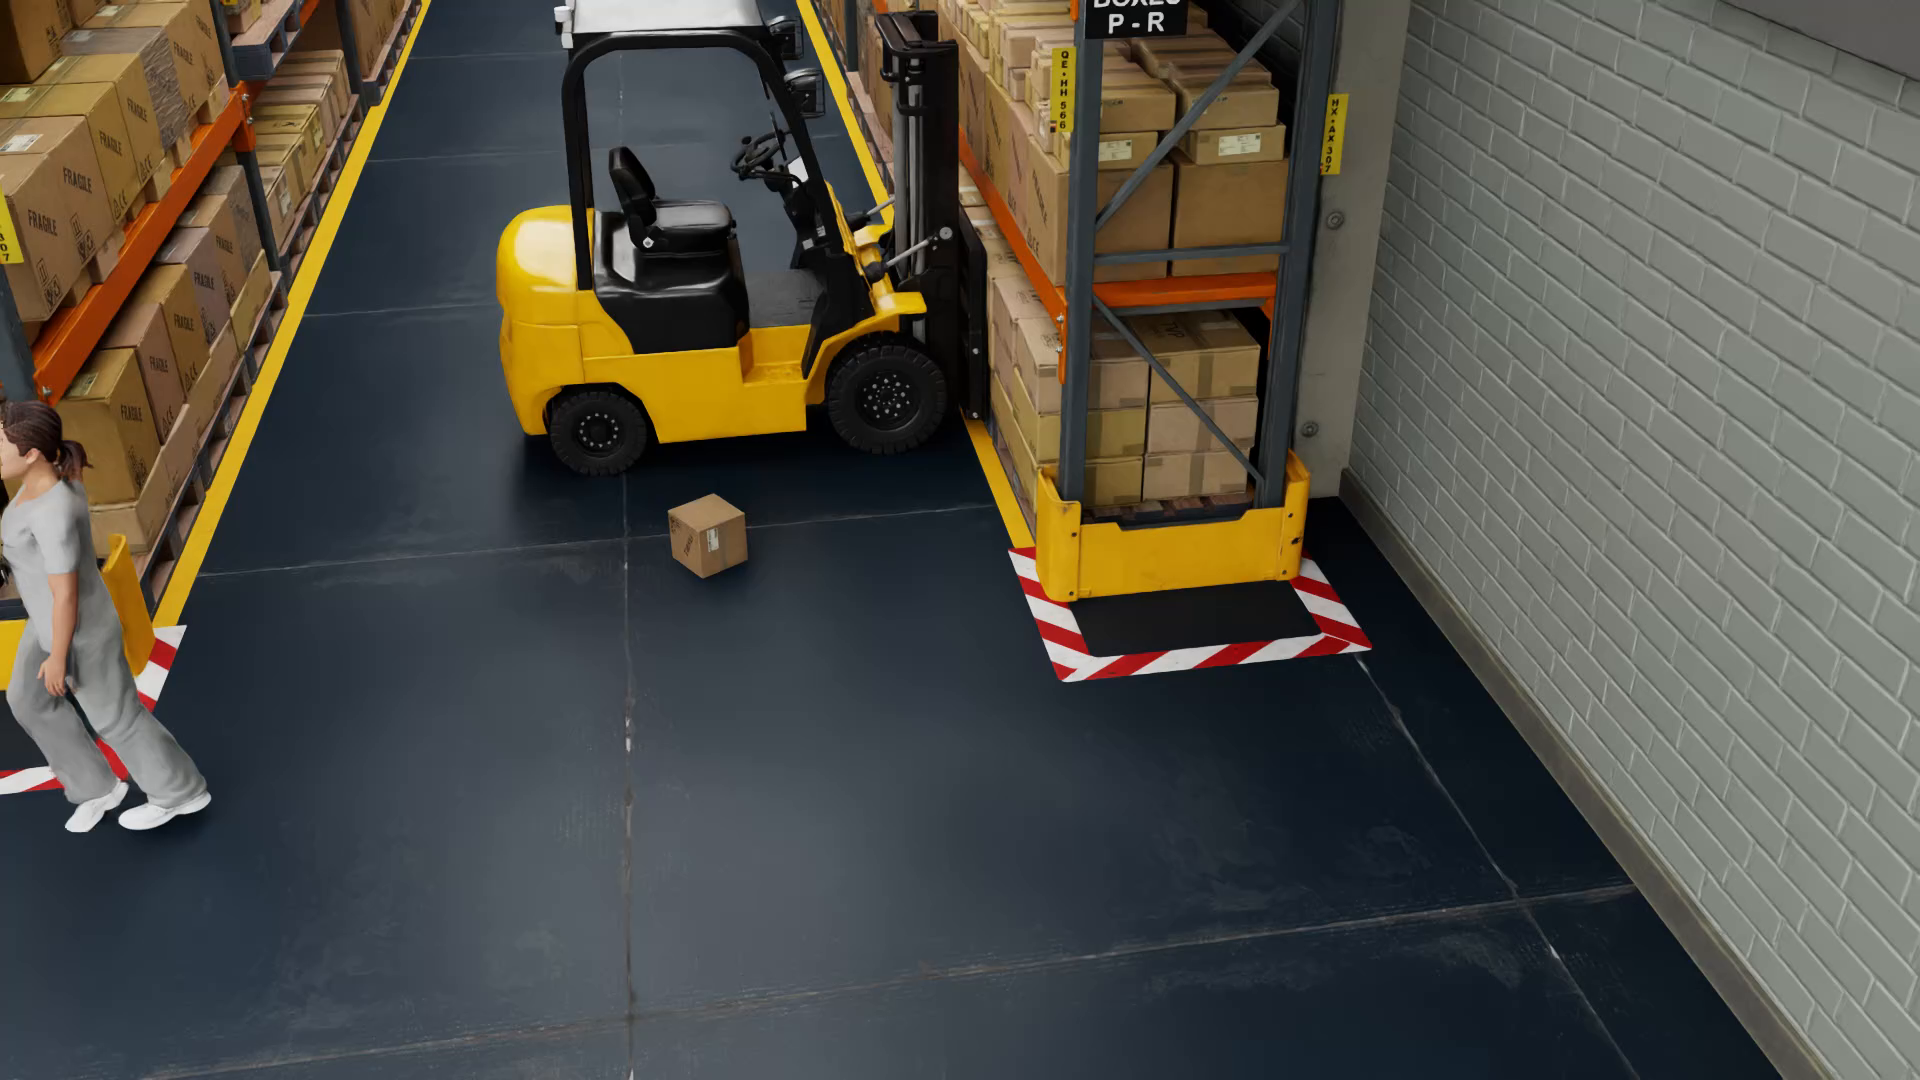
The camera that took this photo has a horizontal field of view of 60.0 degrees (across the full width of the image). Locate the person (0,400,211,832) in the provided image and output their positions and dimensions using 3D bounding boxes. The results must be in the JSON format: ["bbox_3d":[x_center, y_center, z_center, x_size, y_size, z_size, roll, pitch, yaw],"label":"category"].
[{"bbox_3d":[-2.980,0.329,5.599,0.520,1.721,0.475,-17,35,-26],"label":"person"}]
